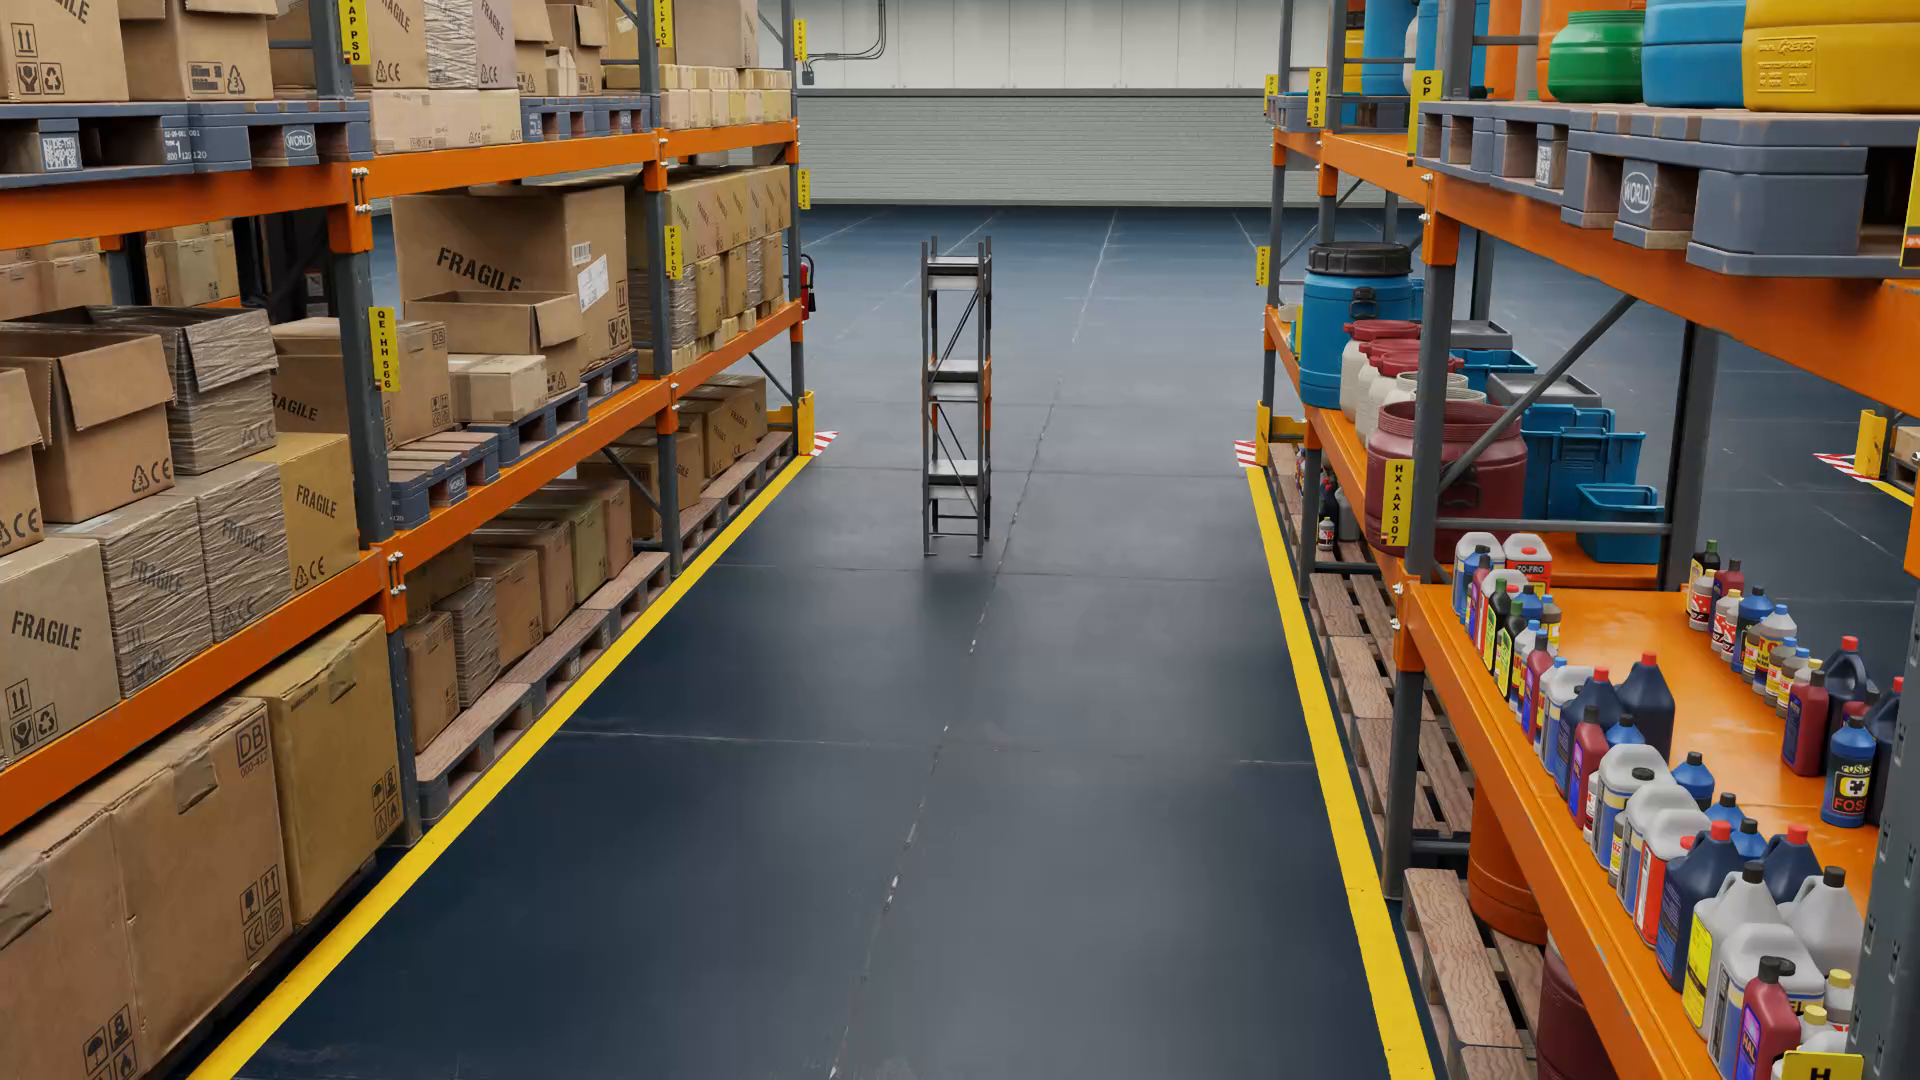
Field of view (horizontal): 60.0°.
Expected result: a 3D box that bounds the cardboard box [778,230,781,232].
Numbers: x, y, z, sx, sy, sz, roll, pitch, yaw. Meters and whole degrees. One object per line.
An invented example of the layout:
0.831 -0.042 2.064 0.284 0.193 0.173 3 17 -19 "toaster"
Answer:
-1.955 -2.314 13.713 0.875 0.500 0.500 2 15 6 "cardboard box"

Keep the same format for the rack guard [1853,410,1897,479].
7.980 -0.771 13.556 1.175 0.500 0.348 2 15 6 "rack guard"

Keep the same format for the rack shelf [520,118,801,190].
-2.091 -2.846 12.073 1.077 0.370 4.000 2 15 6 "rack shelf"

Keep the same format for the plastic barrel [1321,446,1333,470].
3.001 -0.817 12.899 0.421 0.512 0.421 0 15 0 "plastic barrel"

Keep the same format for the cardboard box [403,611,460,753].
-2.712 0.631 7.530 0.700 0.500 0.500 1 15 3 "cardboard box"

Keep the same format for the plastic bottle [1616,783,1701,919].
1.539 0.682 3.632 0.152 0.276 0.135 2 15 6 "plastic bottle"

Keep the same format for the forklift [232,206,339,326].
-5.155 -1.535 11.723 3.031 2.935 1.130 -10 18 -33 "forklift"

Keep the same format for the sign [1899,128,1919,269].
1.156 -0.475 1.909 0.100 0.325 0.005 2 15 6 "sign"

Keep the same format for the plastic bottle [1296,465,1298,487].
2.530 -0.492 12.253 0.097 0.201 0.097 0 15 0 "plastic bottle"

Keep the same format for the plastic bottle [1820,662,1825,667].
2.403 0.427 4.561 0.061 0.283 0.133 2 15 6 "plastic bottle"

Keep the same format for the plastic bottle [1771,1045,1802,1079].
1.411 0.947 2.793 0.097 0.201 0.097 0 15 0 "plastic bottle"

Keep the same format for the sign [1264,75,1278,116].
2.510 -3.588 13.421 0.100 0.325 0.005 2 15 6 "sign"

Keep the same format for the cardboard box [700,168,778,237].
-1.732 -2.659 13.072 0.500 0.500 0.500 2 15 6 "cardboard box"

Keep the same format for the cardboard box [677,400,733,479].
-2.075 -0.781 12.788 0.500 0.500 0.500 3 15 11 "cardboard box"

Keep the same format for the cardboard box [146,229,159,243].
-7.031 -2.649 13.354 0.875 0.550 0.550 2 15 6 "cardboard box"

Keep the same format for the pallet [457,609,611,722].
-2.538 0.639 8.896 1.003 0.211 1.213 2 15 6 "pallet"

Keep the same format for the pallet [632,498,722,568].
-2.276 -0.056 11.465 1.003 0.211 1.213 2 15 6 "pallet"

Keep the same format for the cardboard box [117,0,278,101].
-2.765 -1.730 5.563 0.797 0.503 0.637 3 15 10 "cardboard box"

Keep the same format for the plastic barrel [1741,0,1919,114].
1.603 -0.990 2.666 0.600 0.588 0.600 0 15 0 "plastic barrel"

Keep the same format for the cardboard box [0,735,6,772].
-2.806 0.428 4.142 0.500 0.500 0.500 1 15 5 "cardboard box"

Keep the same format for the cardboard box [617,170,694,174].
-2.317 -2.545 12.650 0.500 0.500 0.500 2 15 6 "cardboard box"

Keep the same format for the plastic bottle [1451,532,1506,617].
1.783 0.119 5.713 0.152 0.276 0.135 2 15 6 "plastic bottle"

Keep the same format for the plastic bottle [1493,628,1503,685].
1.676 0.339 5.042 0.097 0.201 0.097 0 15 0 "plastic bottle"

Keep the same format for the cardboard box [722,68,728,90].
-1.869 -3.277 11.812 0.380 0.149 0.250 2 15 8 "cardboard box"

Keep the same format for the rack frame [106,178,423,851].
-2.768 -0.189 6.616 1.000 3.000 0.127 2 15 6 "rack frame"

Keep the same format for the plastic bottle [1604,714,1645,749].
1.626 0.560 4.091 0.097 0.271 0.097 0 15 0 "plastic bottle"

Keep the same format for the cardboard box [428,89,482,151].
-2.404 -1.812 7.159 0.500 0.250 0.500 2 15 8 "cardboard box"

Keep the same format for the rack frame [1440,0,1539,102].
2.153 -2.939 5.293 1.000 3.000 0.127 2 15 6 "rack frame"

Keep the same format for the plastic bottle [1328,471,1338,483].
2.577 -0.330 11.497 0.061 0.283 0.133 2 15 6 "plastic bottle"

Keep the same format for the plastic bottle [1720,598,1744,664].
2.463 0.284 5.244 0.097 0.201 0.097 0 15 0 "plastic bottle"

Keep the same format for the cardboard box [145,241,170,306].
-7.007 -2.127 13.493 0.875 0.550 0.550 2 15 6 "cardboard box"

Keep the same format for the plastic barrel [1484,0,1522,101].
2.535 -2.075 7.020 0.600 0.830 0.708 2 15 6 "plastic barrel"

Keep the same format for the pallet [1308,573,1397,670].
2.555 0.470 9.519 1.003 0.211 1.213 2 15 6 "pallet"

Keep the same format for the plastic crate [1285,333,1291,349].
2.536 -1.382 11.532 0.530 0.136 0.437 2 15 6 "plastic crate"

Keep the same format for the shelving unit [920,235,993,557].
-0.019 -0.971 11.229 0.431 2.100 0.503 2 15 6 "shelving unit"

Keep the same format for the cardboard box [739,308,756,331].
-1.757 -1.671 12.576 0.380 0.149 0.250 2 15 6 "cardboard box"

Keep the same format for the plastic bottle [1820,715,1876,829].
2.182 0.563 4.080 0.097 0.271 0.097 0 15 0 "plastic bottle"

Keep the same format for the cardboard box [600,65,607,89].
-2.446 -2.954 10.618 0.380 0.149 0.250 2 15 7 "cardboard box"

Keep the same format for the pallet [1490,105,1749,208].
1.818 -0.863 3.723 1.003 0.211 1.213 2 15 6 "pallet"

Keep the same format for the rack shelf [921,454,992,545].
-0.019 -0.282 11.415 0.431 0.518 0.480 2 15 6 "rack shelf"

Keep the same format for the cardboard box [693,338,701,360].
-1.952 -1.283 11.140 0.380 0.149 0.250 2 15 6 "cardboard box"

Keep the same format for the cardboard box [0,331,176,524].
-2.943 -0.364 5.148 0.797 0.503 0.637 2 15 8 "cardboard box"

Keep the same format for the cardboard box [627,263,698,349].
-2.204 -1.534 10.826 0.875 0.500 0.500 2 15 6 "cardboard box"

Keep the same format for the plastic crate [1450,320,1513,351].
2.854 -0.977 9.407 0.402 0.464 0.583 2 15 6 "plastic crate"

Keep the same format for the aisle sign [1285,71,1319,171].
2.773 -3.401 13.511 0.394 0.787 0.004 2 15 6 "aisle sign"

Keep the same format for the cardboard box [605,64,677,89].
-1.974 -2.870 10.307 0.380 0.149 0.250 1 15 5 "cardboard box"

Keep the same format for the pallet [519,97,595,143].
-2.606 -2.158 8.510 1.213 0.211 1.003 2 15 6 "pallet"

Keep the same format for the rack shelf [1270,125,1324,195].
2.830 -2.700 11.534 1.077 0.370 4.000 2 15 6 "rack shelf"

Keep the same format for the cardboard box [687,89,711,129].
-1.957 -2.849 10.992 0.500 0.250 0.500 2 15 6 "cardboard box"

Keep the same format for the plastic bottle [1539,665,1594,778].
1.627 0.479 4.382 0.152 0.276 0.135 2 15 6 "plastic bottle"

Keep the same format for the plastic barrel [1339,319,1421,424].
2.279 -0.905 9.001 0.433 0.535 0.433 0 15 0 "plastic barrel"

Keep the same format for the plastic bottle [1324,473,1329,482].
2.471 -0.330 11.509 0.152 0.276 0.135 2 15 7 "plastic bottle"

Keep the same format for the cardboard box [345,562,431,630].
-2.722 0.268 7.433 0.500 0.250 0.500 2 15 9 "cardboard box"
